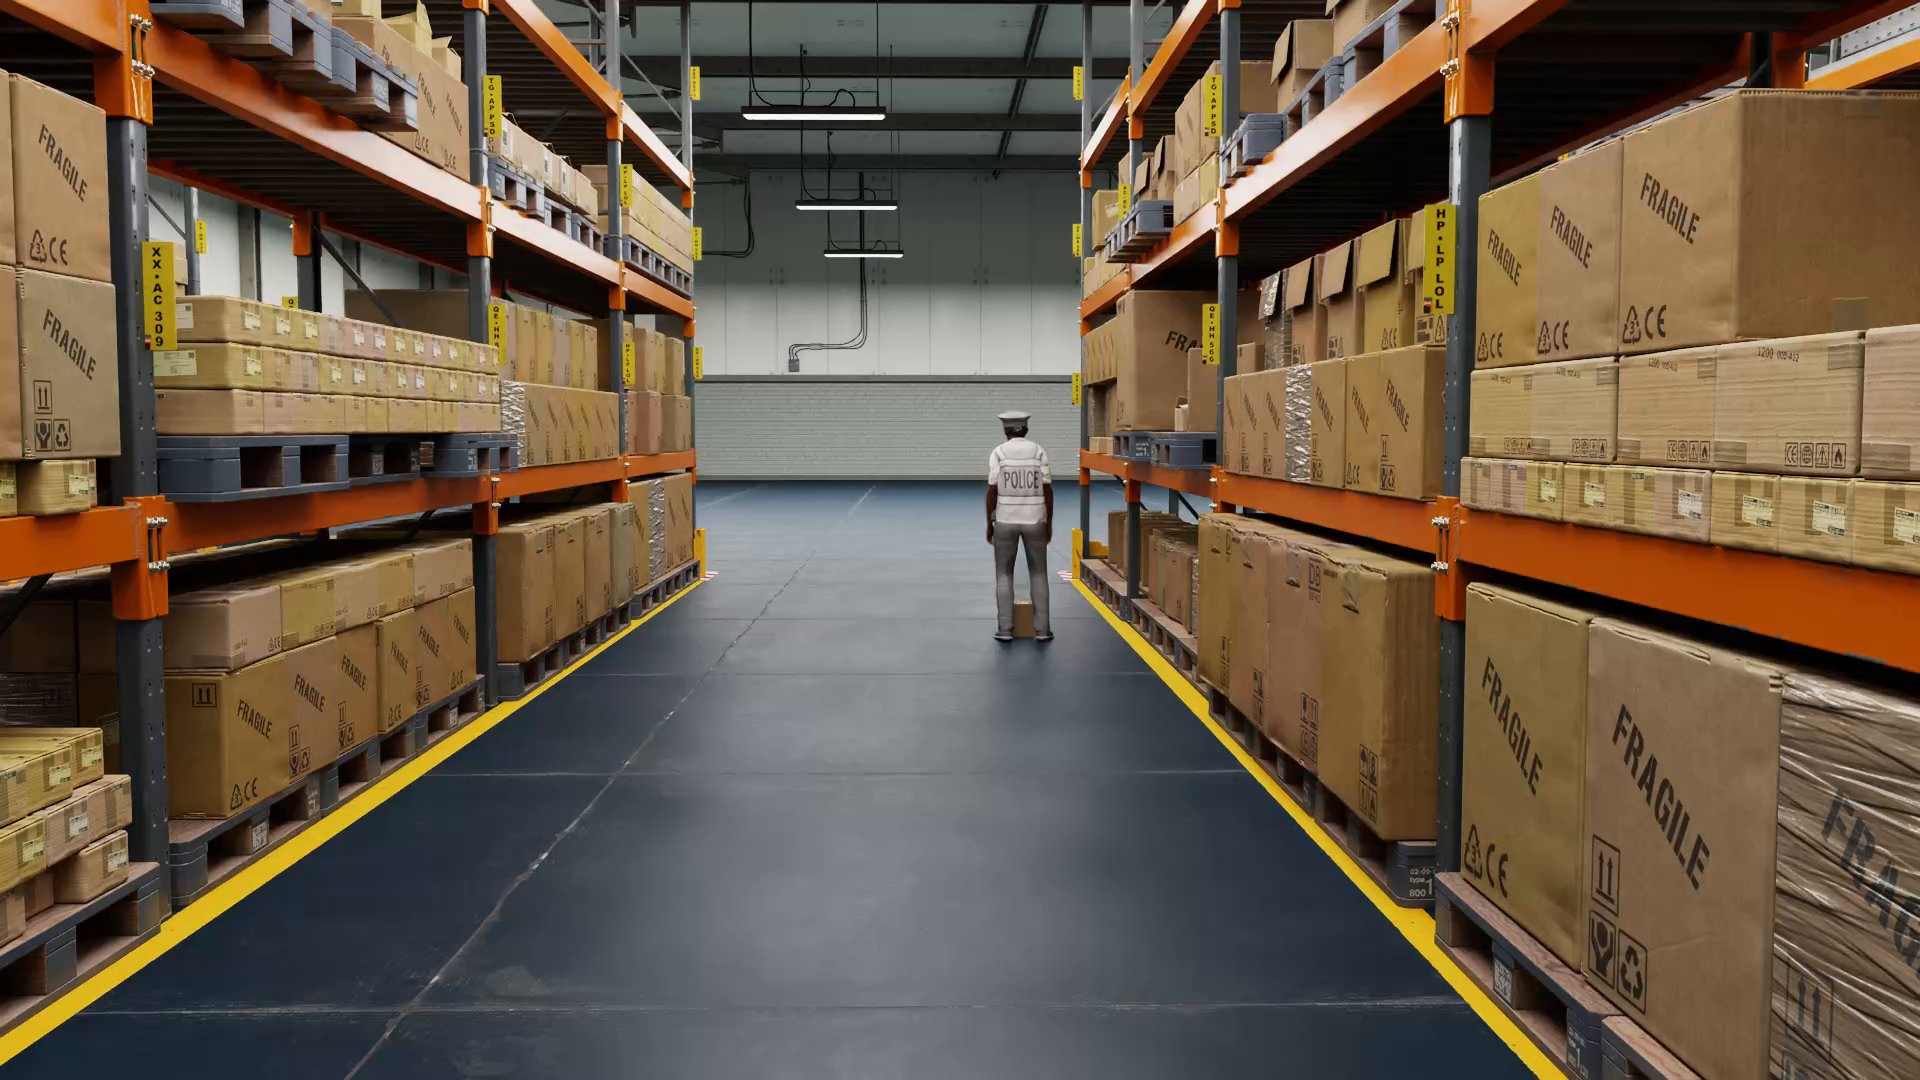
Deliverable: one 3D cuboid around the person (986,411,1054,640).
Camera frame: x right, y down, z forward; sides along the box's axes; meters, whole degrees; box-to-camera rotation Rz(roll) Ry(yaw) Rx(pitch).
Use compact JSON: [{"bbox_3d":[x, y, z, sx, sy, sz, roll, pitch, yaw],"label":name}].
[{"bbox_3d":[0.436,-0.103,12.055,0.515,1.655,0.319,0,4,-4],"label":"person"}]
